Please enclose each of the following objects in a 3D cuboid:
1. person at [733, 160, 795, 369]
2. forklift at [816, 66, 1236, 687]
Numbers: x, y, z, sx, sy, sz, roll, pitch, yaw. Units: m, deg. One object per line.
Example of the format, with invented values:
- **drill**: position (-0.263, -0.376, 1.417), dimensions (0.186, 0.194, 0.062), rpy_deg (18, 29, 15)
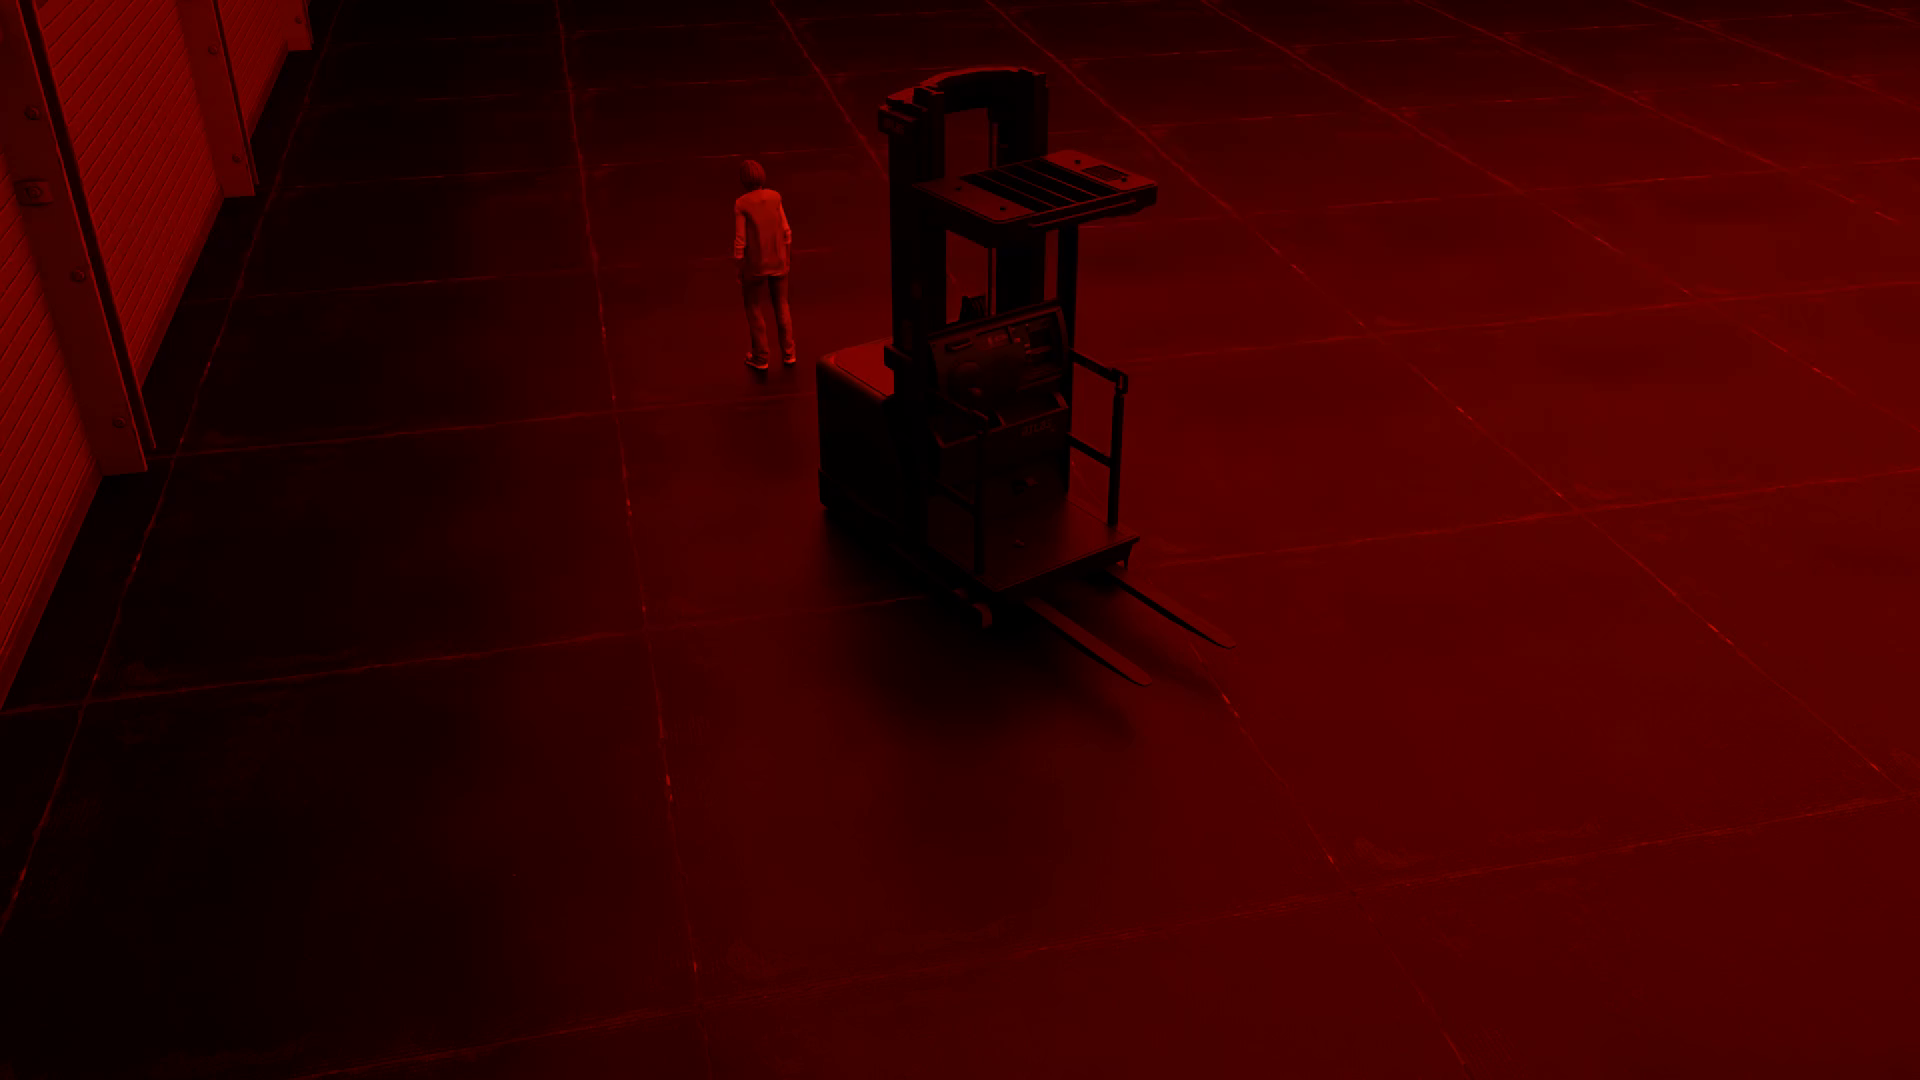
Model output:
- **person**: position (-1.470, -2.049, 12.453), dimensions (0.479, 1.591, 0.345), rpy_deg (-16, 34, -26)
- **forklift**: position (0.355, -1.021, 9.338), dimensions (1.130, 2.935, 3.031), rpy_deg (-20, 35, -30)
